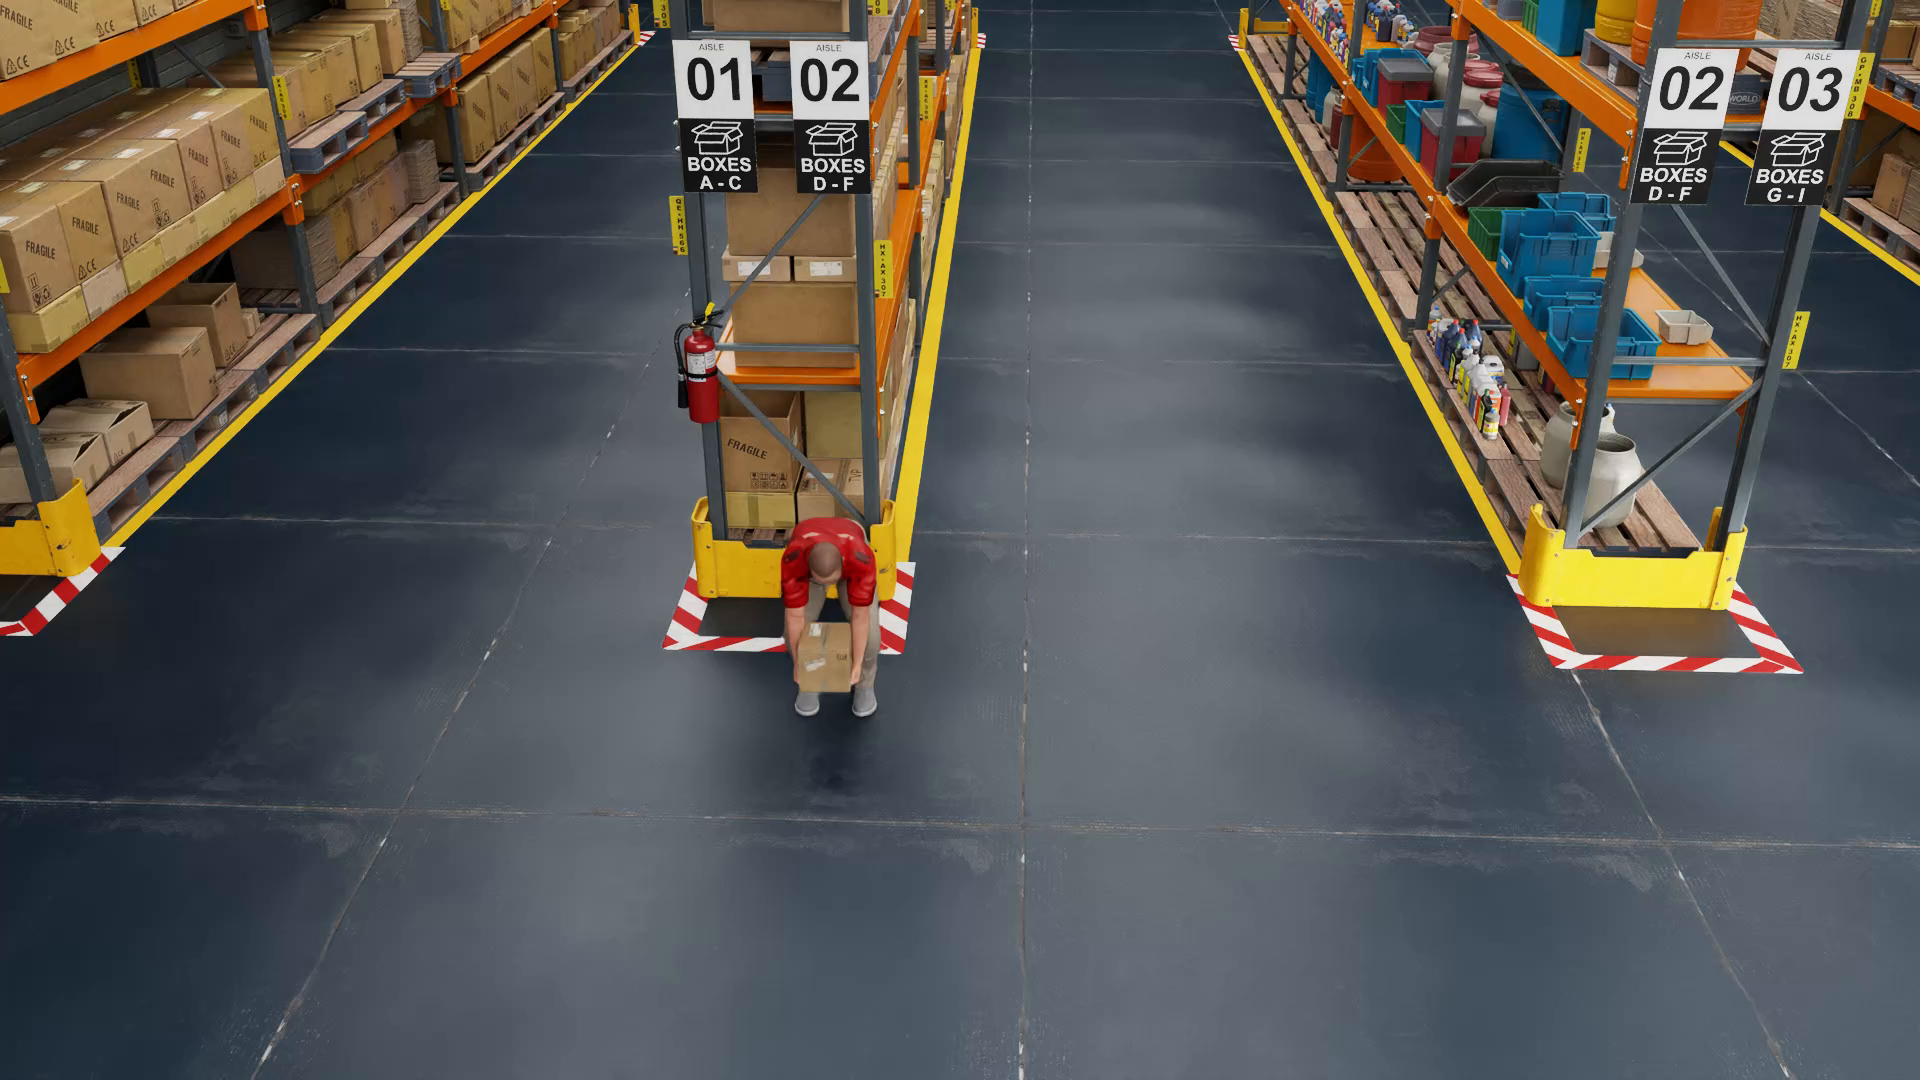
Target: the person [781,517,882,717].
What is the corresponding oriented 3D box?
[{"bbox_3d":[-0.659,0.401,8.403,0.506,1.243,0.915,0,28,0],"label":"person"}]
